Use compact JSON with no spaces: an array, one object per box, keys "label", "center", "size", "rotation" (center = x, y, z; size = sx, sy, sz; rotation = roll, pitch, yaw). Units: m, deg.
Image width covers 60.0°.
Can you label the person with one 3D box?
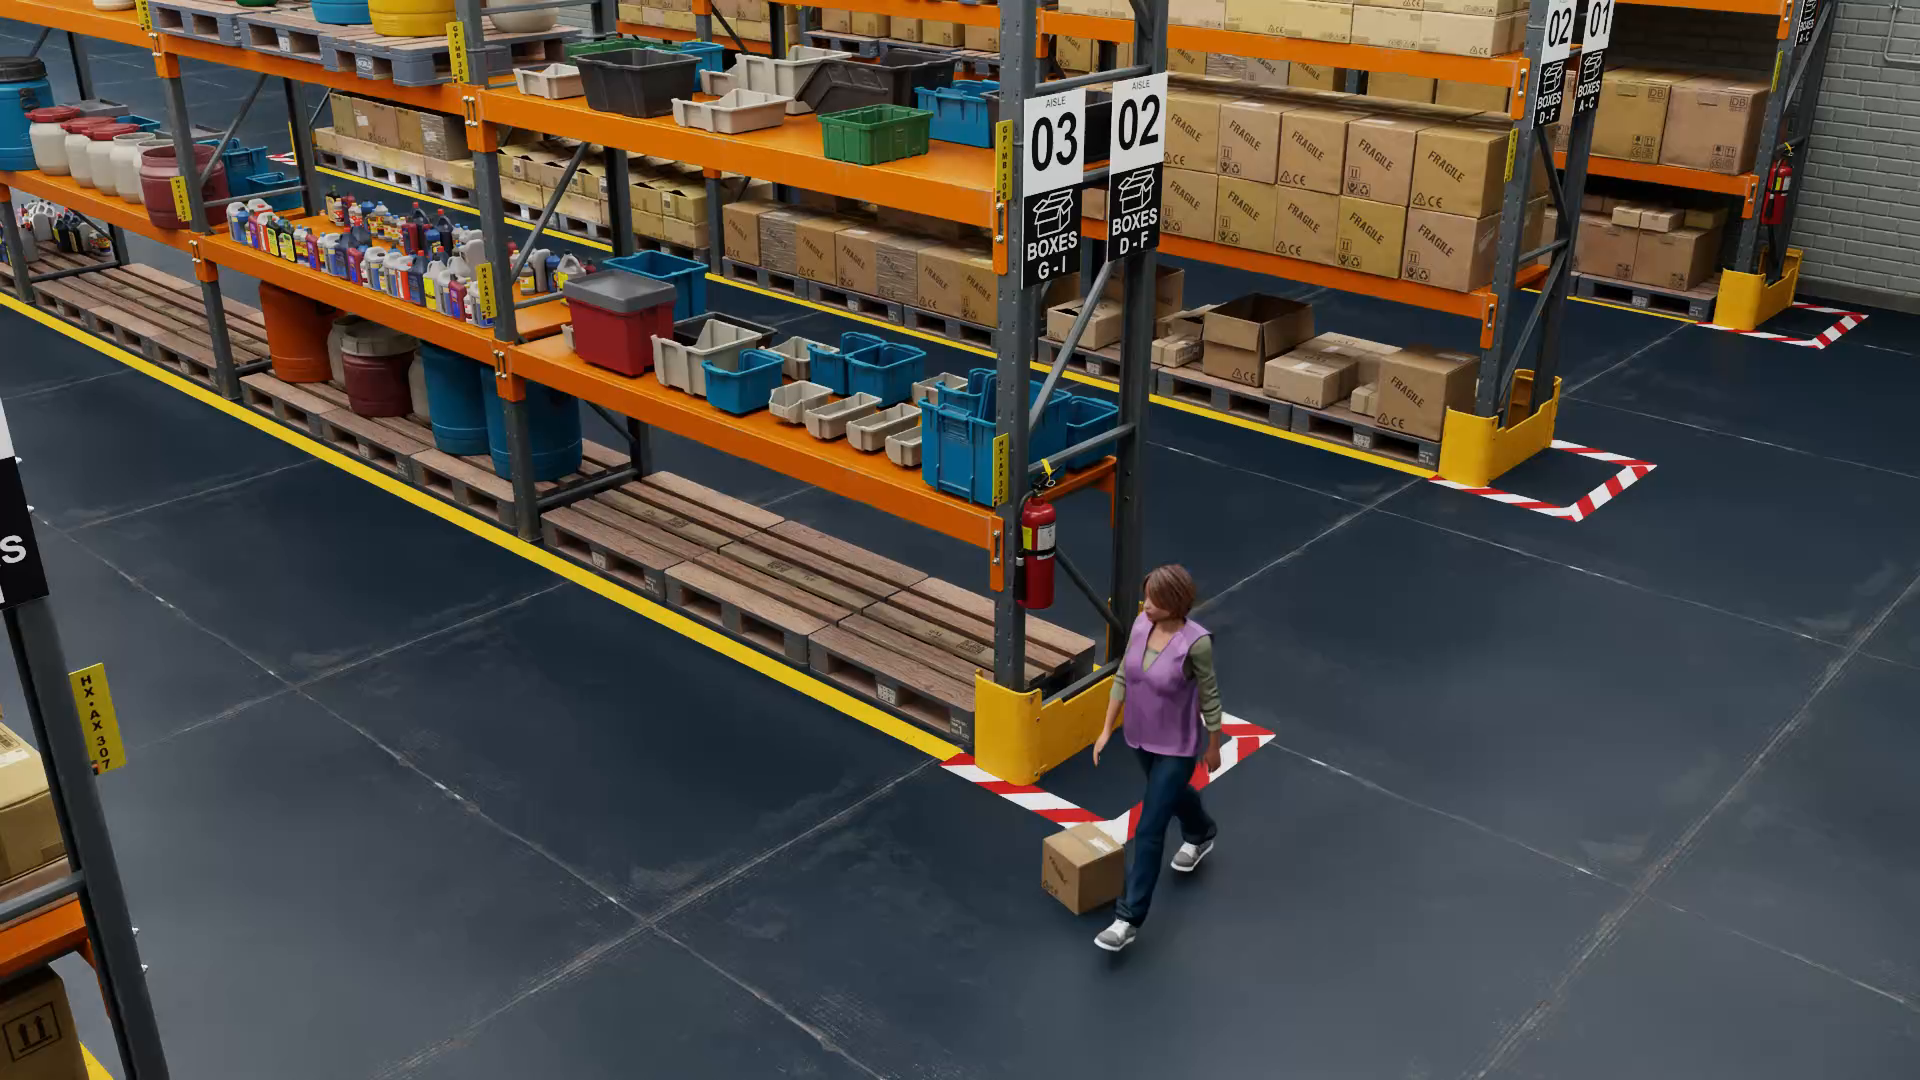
[{"label":"person","center":[0.798,0.822,6.771],"size":[0.959,1.535,0.457],"rotation":[-19,30,-36]}]
